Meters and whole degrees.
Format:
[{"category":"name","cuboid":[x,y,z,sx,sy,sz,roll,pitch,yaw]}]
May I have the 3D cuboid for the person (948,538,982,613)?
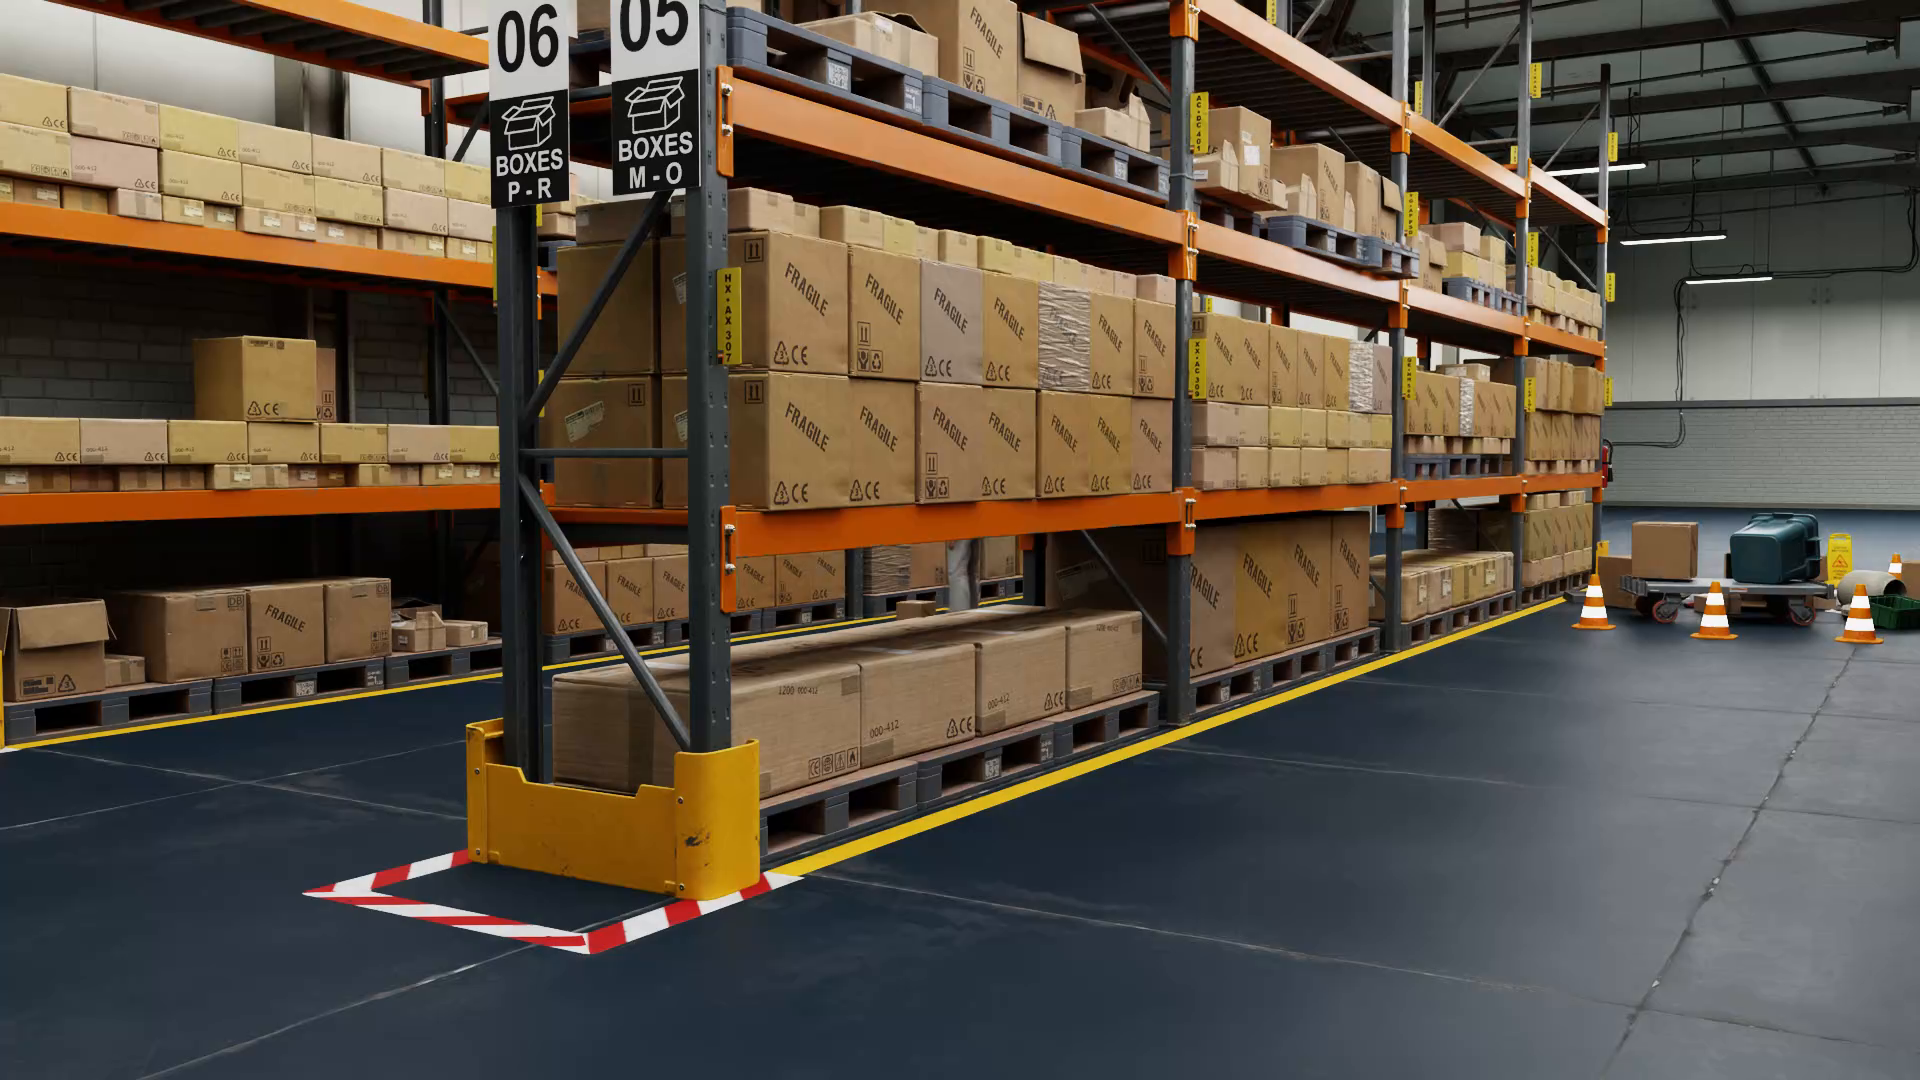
[{"category":"person","cuboid":[0.021,-0.047,13.944,0.404,1.679,0.454,1,3,26]}]
